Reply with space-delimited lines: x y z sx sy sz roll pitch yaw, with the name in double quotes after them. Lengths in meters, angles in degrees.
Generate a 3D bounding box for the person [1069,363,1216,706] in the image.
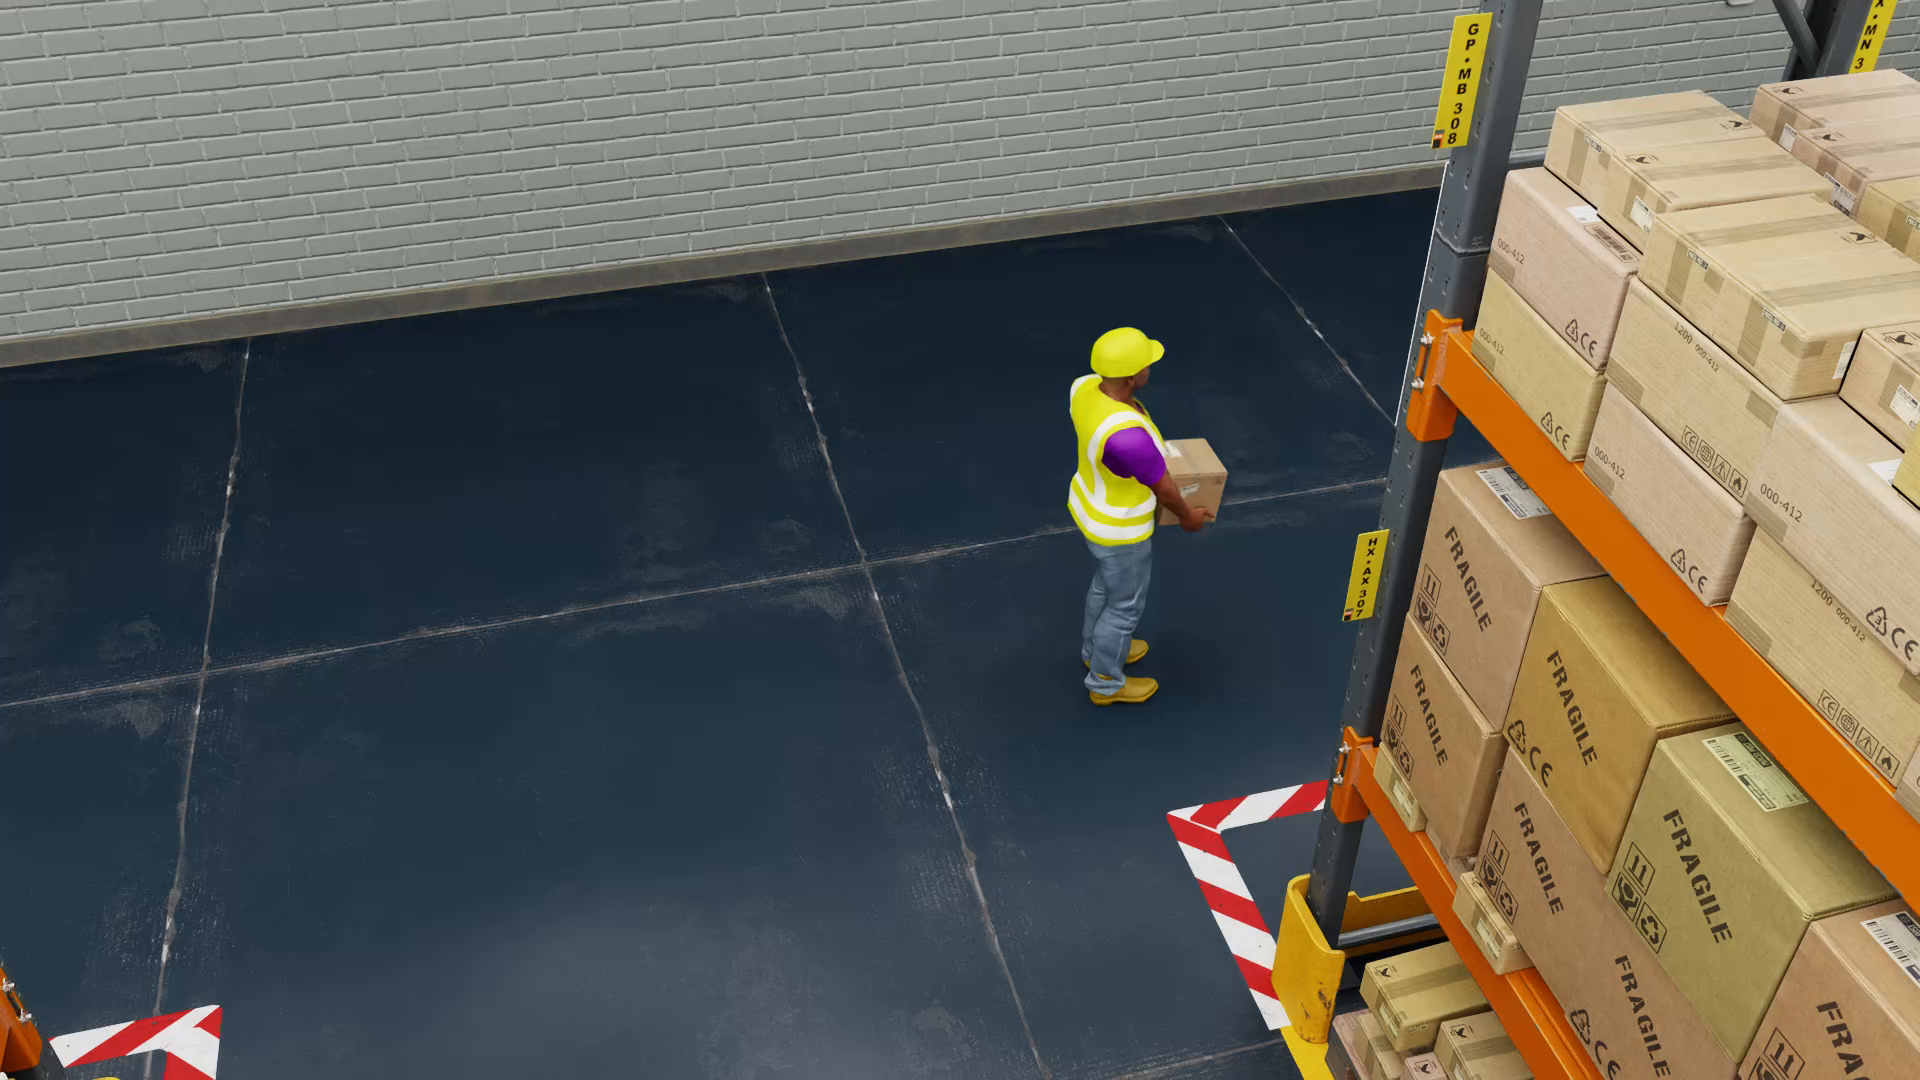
0.733 -0.099 6.853 0.555 1.726 0.505 -10 39 -12 "person"
